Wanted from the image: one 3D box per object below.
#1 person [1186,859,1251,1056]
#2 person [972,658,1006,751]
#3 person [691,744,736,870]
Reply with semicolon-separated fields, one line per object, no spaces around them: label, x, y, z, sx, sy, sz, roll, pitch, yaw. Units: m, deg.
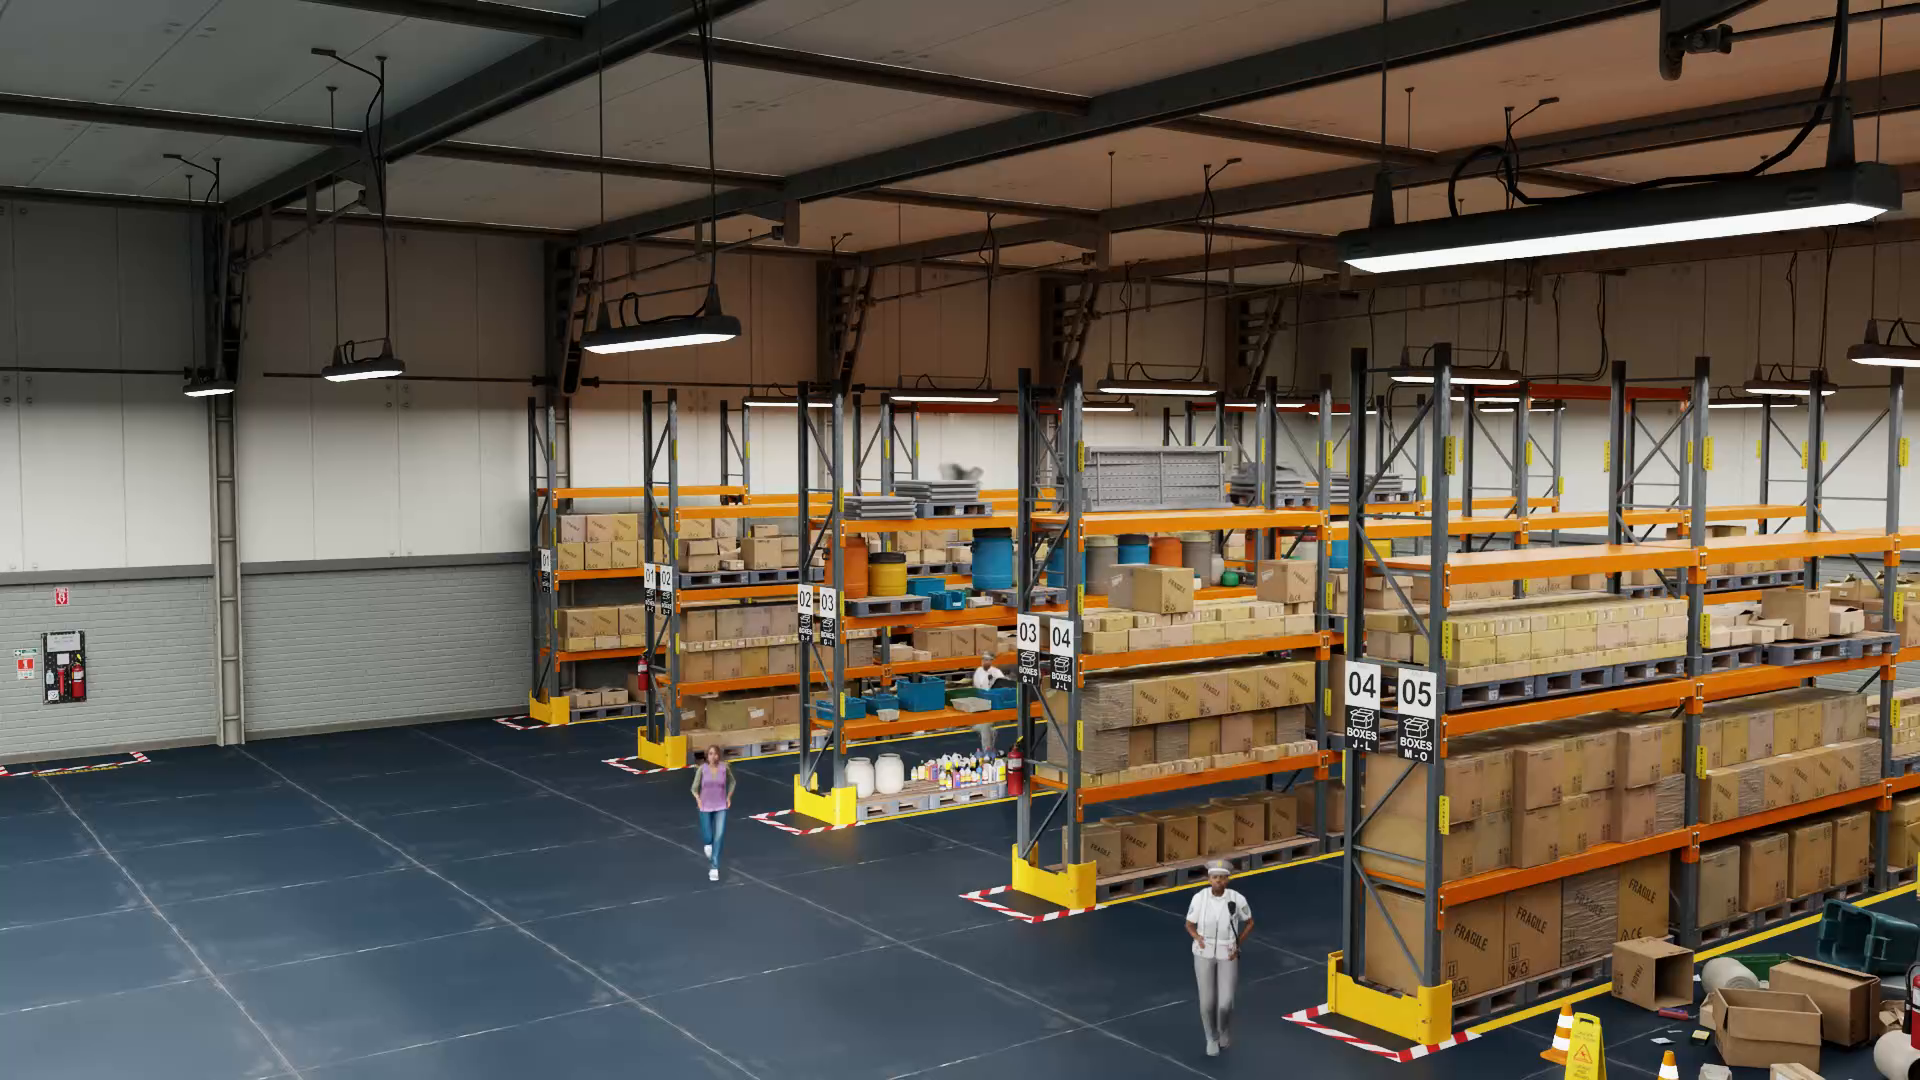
person;2.180;3.520;14.049;0.543;1.671;0.476;1;3;12
person;0.456;2.664;27.326;0.664;1.600;0.624;2;4;36
person;-2.936;3.171;19.843;0.536;1.491;0.628;-1;3;-11
